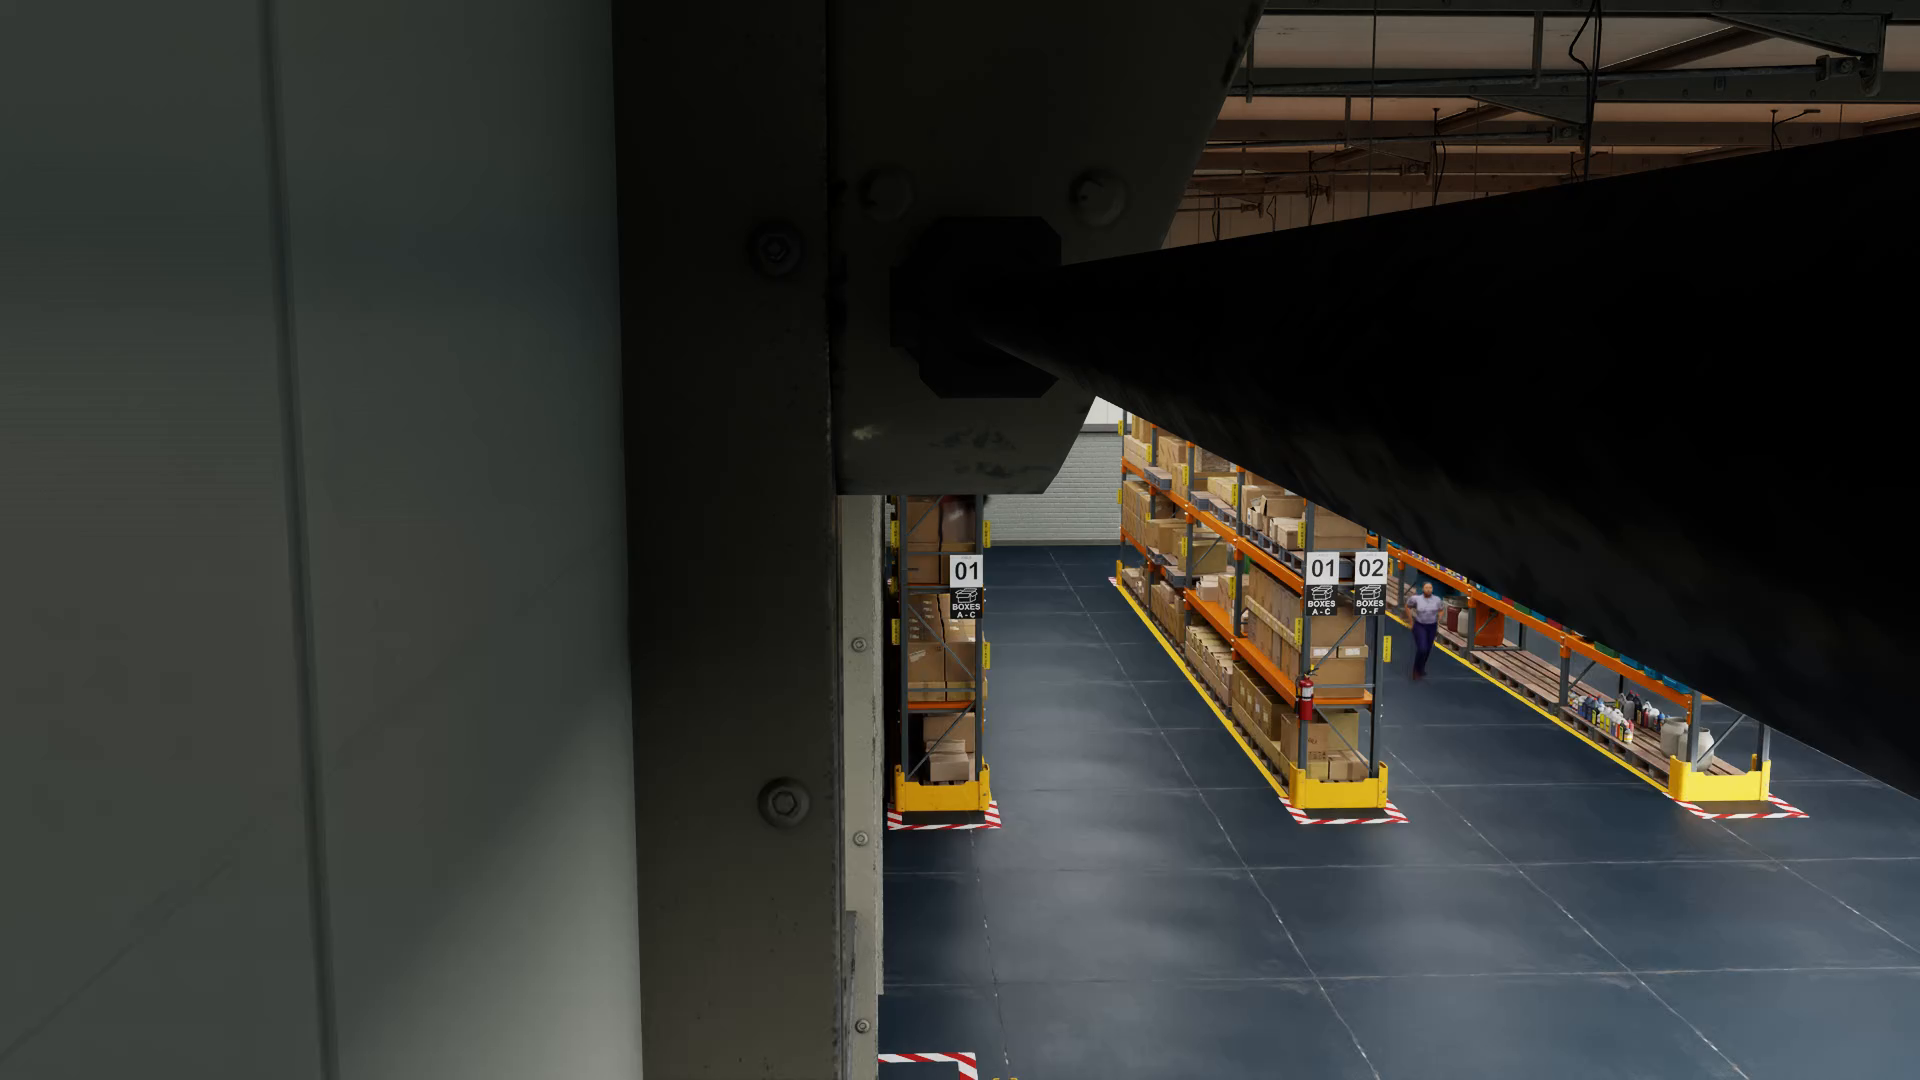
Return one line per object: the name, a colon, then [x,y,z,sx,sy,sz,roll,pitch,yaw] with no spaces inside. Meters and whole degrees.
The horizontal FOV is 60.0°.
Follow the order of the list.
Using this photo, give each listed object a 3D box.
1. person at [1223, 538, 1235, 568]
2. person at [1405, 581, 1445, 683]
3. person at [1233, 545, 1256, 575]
person: [5.864,0.232,36.065,0.631,1.672,0.855,-4,9,-27]
person: [7.672,1.510,27.391,0.597,1.675,0.726,-1,8,-6]
person: [6.021,0.321,34.746,0.679,1.809,0.977,-1,8,-7]
